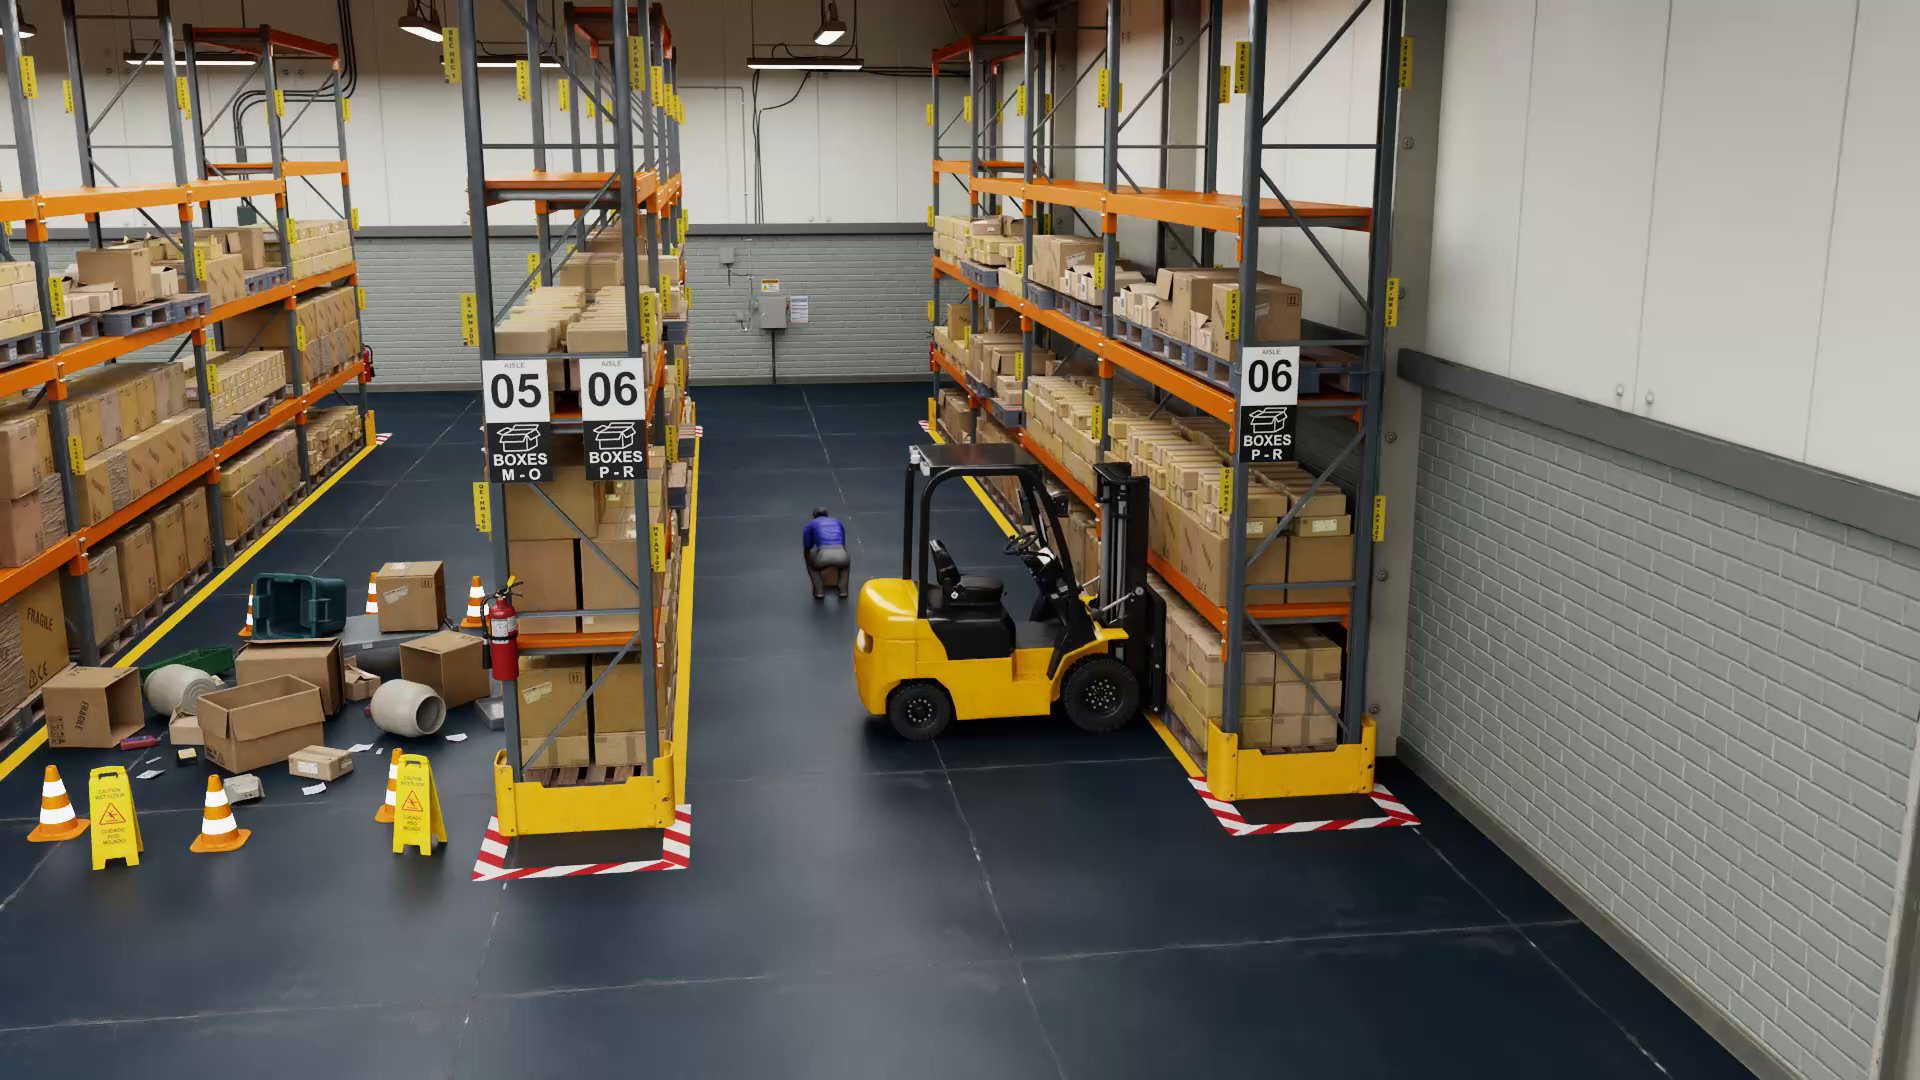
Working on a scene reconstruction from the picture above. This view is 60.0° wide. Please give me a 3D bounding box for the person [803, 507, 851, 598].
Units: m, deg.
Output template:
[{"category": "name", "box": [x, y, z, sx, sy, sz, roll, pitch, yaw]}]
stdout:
[{"category": "person", "box": [-1.371, 0.133, 17.230, 0.483, 0.843, 0.814, -2, 13, -8]}]
